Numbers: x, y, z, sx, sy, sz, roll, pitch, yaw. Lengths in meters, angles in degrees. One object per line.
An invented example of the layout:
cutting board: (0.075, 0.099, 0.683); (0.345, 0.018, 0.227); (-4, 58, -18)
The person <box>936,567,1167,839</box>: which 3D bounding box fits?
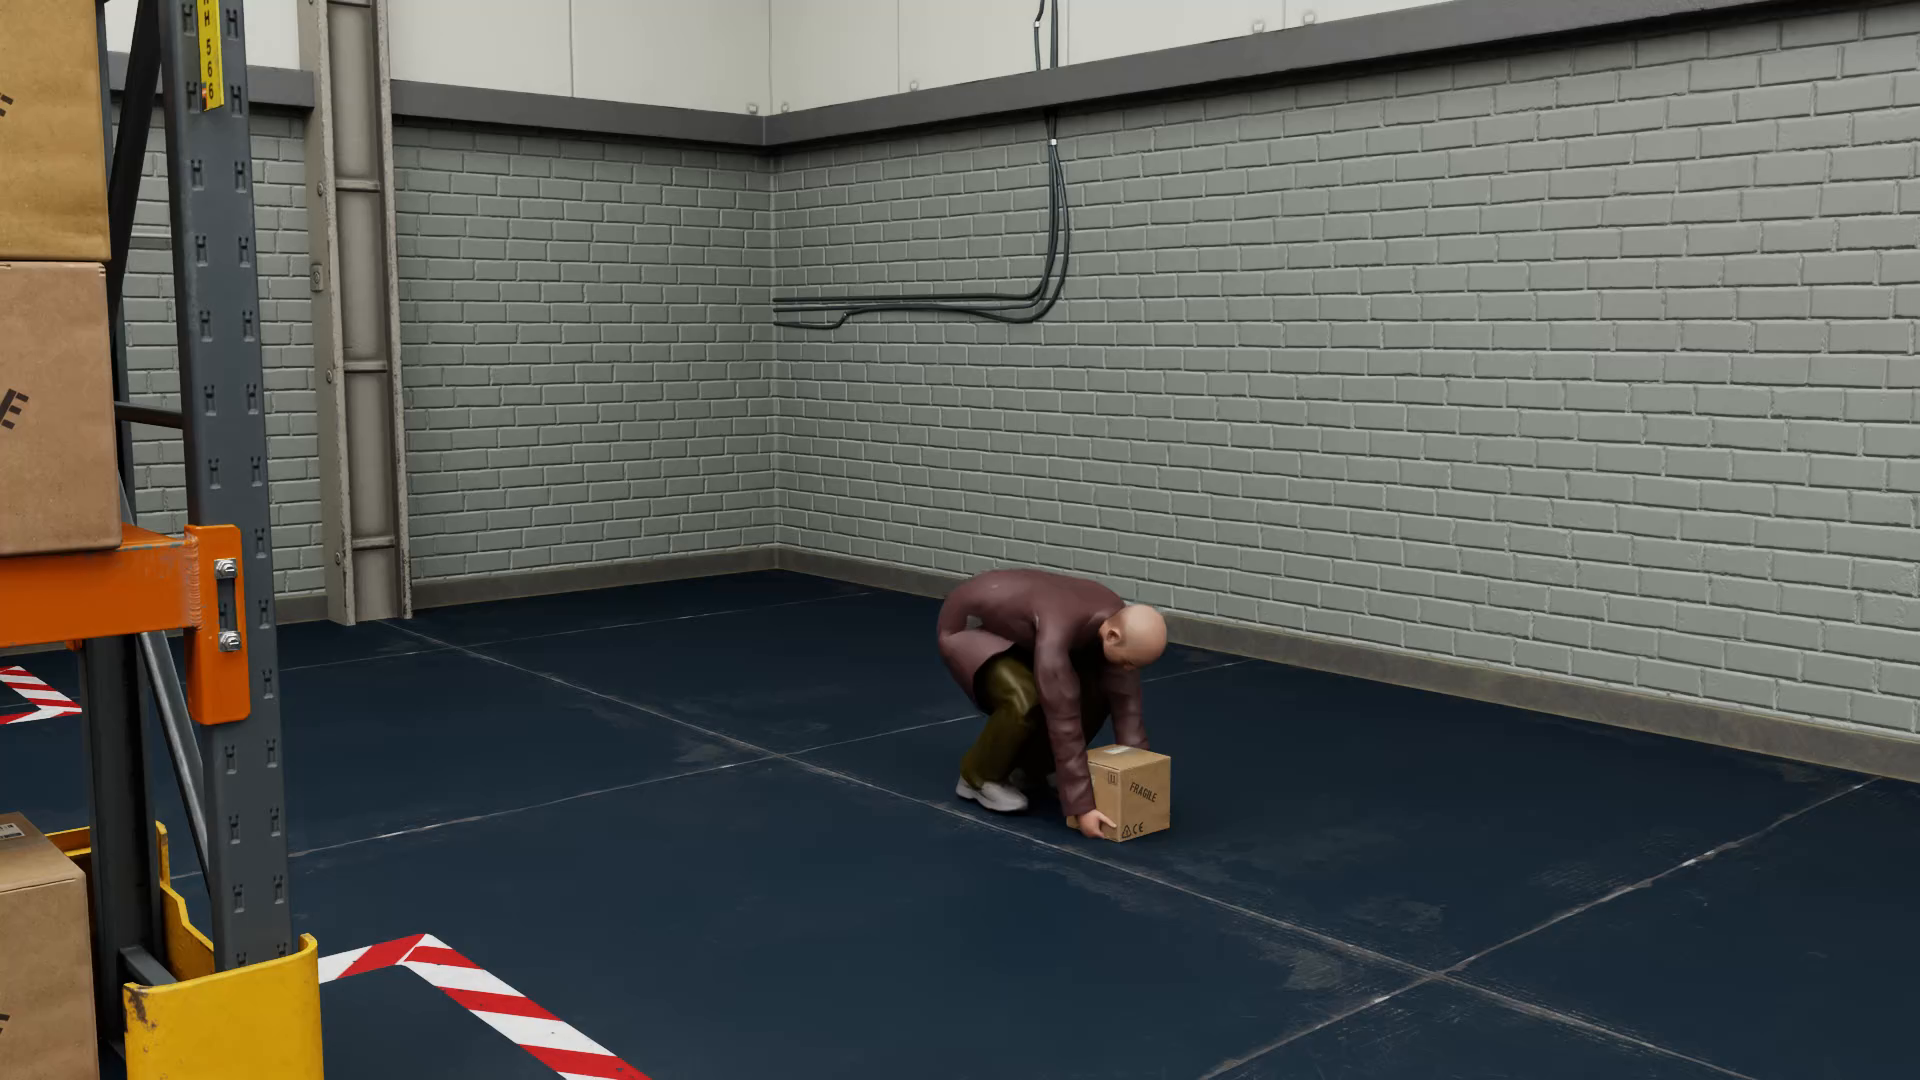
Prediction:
person: (0.317, 0.542, 5.849); (0.580, 0.864, 0.951); (-7, 10, -43)
